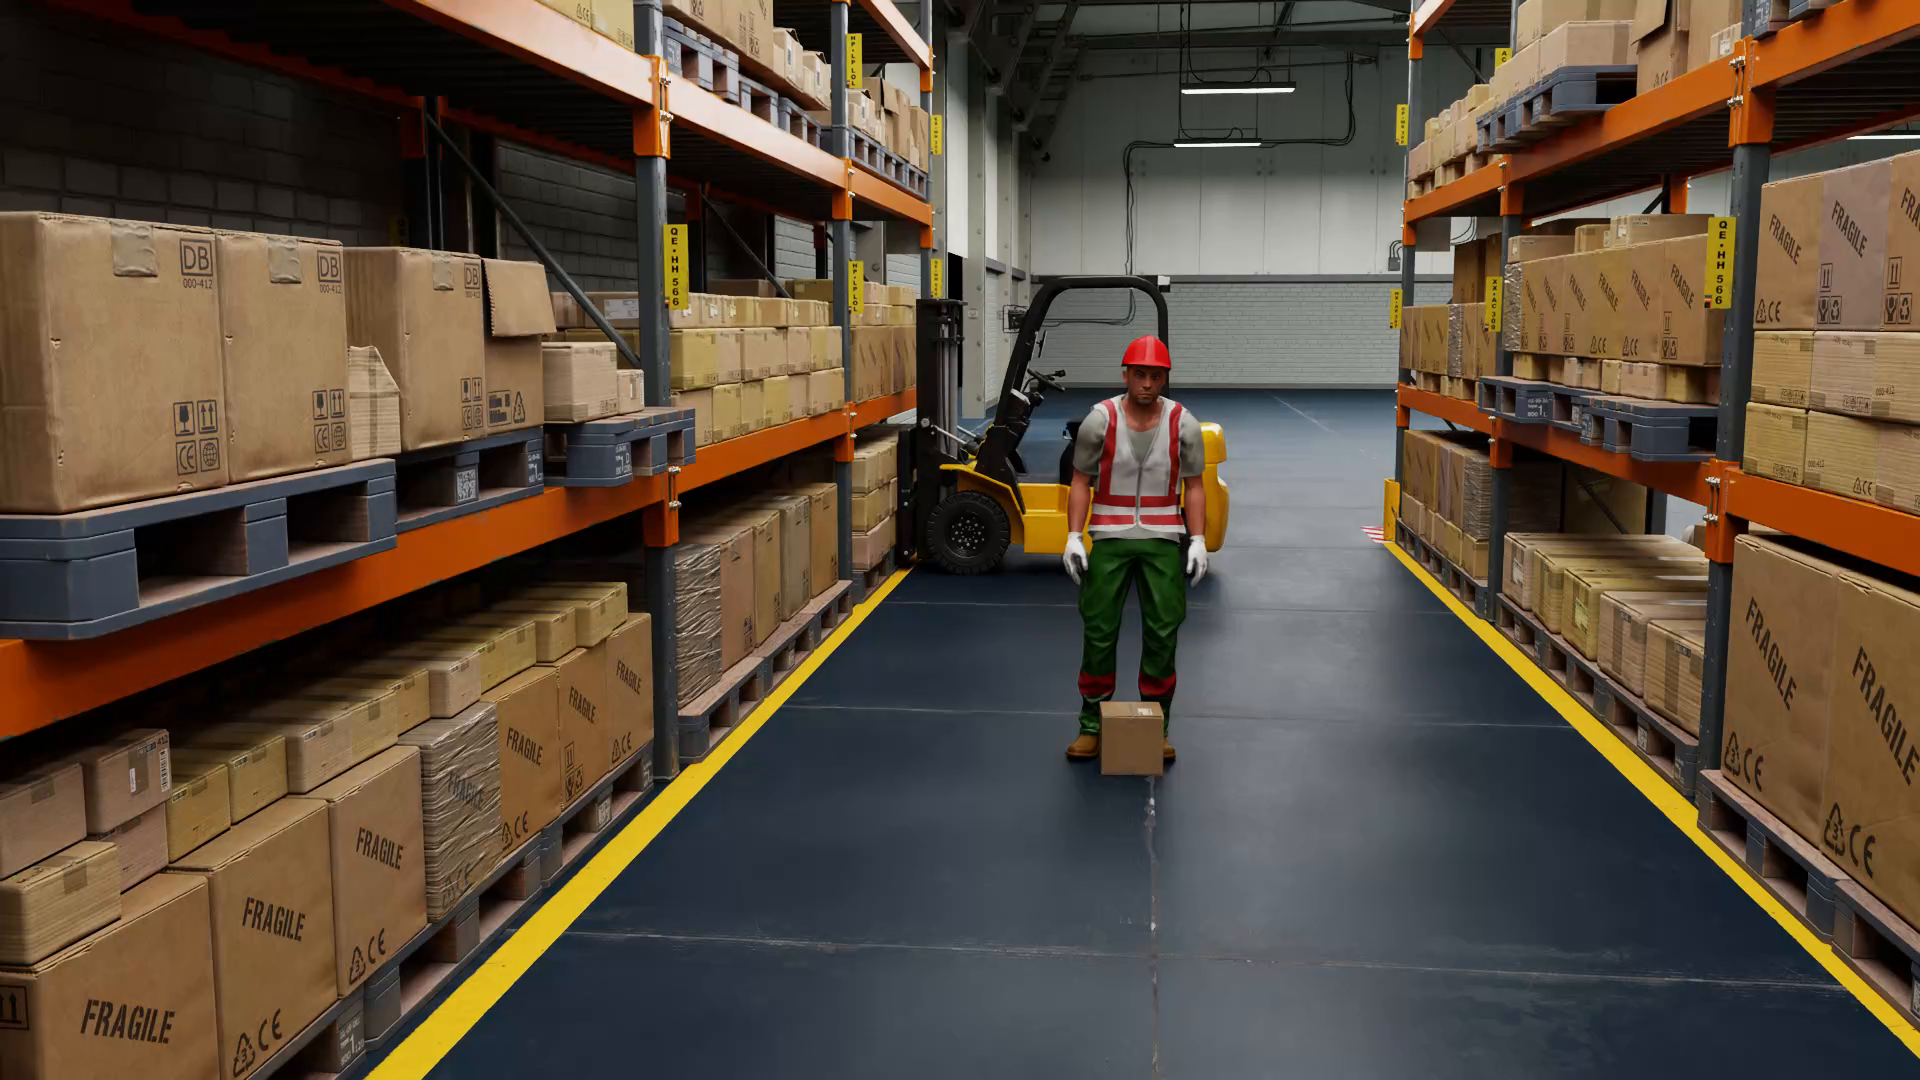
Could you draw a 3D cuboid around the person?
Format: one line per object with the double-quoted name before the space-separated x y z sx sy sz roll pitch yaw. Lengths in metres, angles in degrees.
"person" 0.738 0.033 6.986 0.609 1.778 0.452 0 8 3
